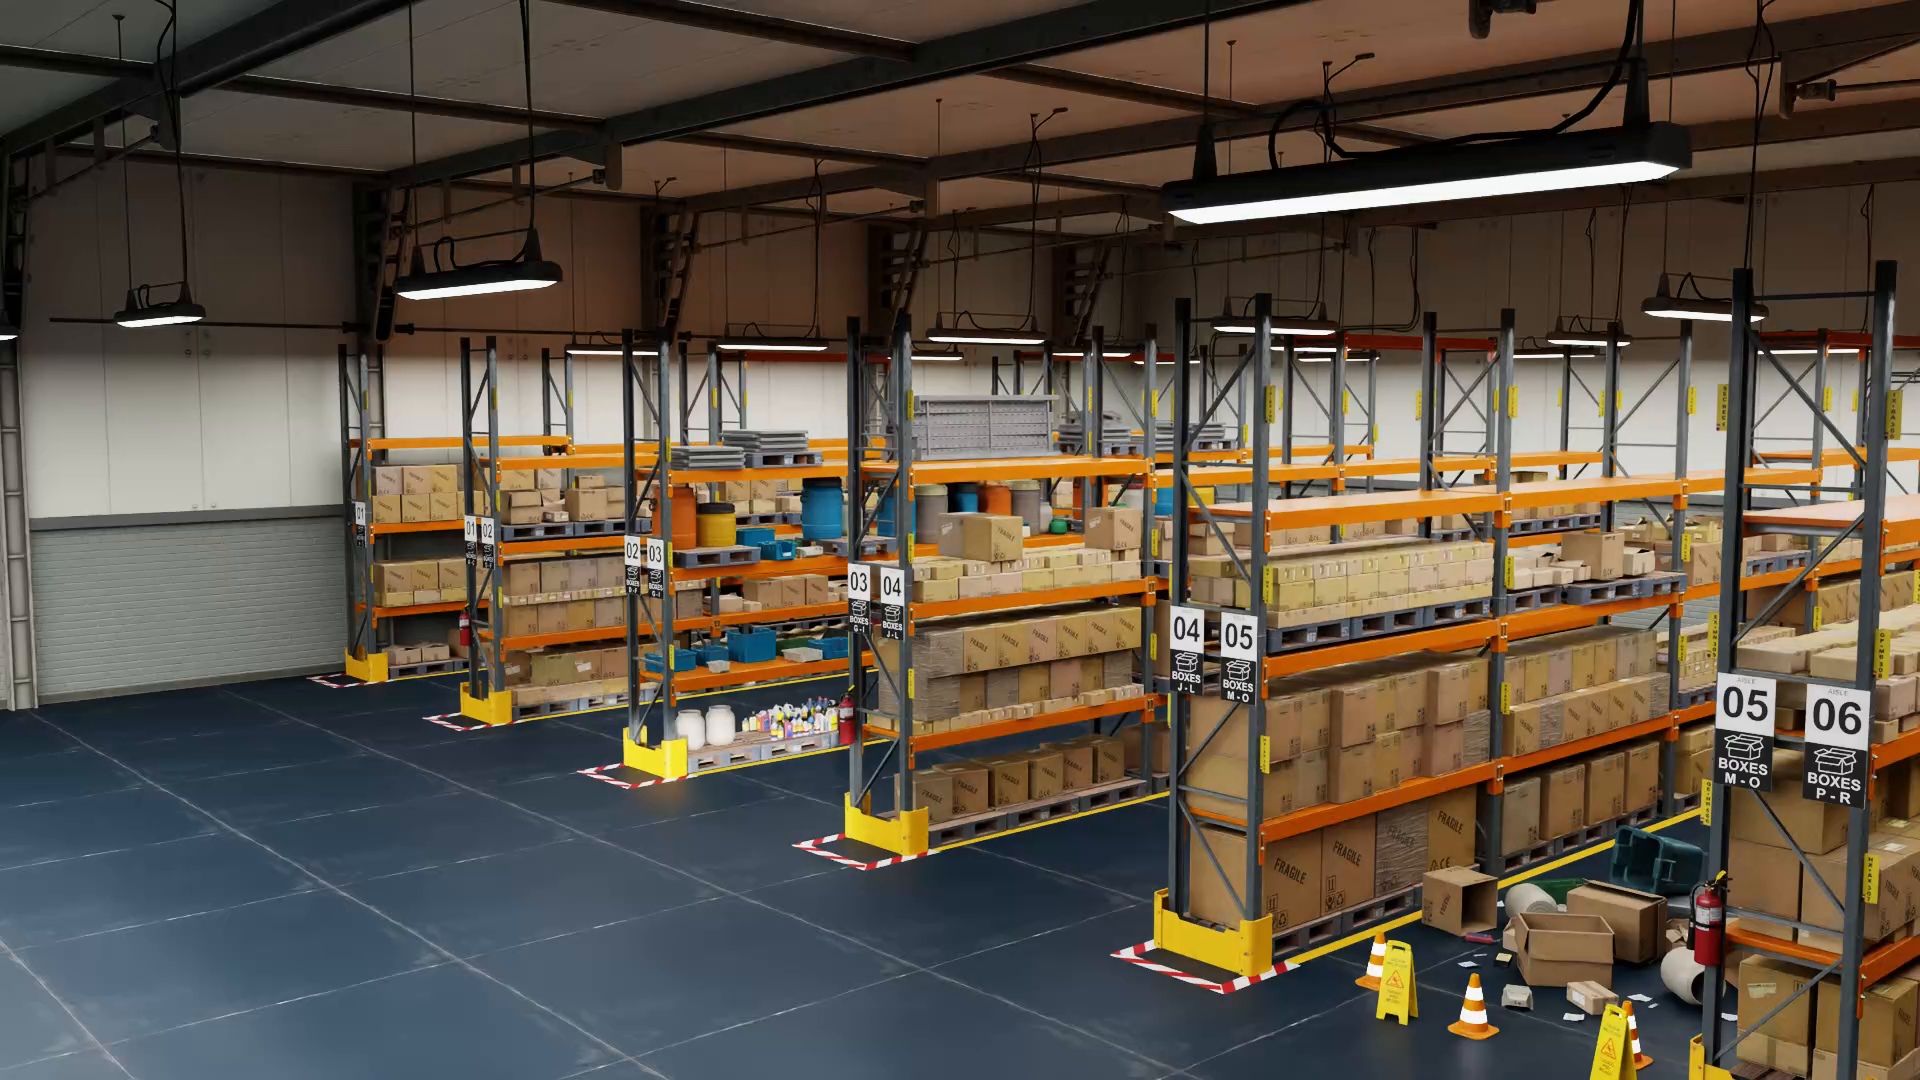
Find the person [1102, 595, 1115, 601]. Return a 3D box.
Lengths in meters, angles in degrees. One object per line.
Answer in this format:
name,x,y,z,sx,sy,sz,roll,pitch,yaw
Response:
person,2.738,1.561,30.993,0.992,1.701,0.654,-4,7,-38
